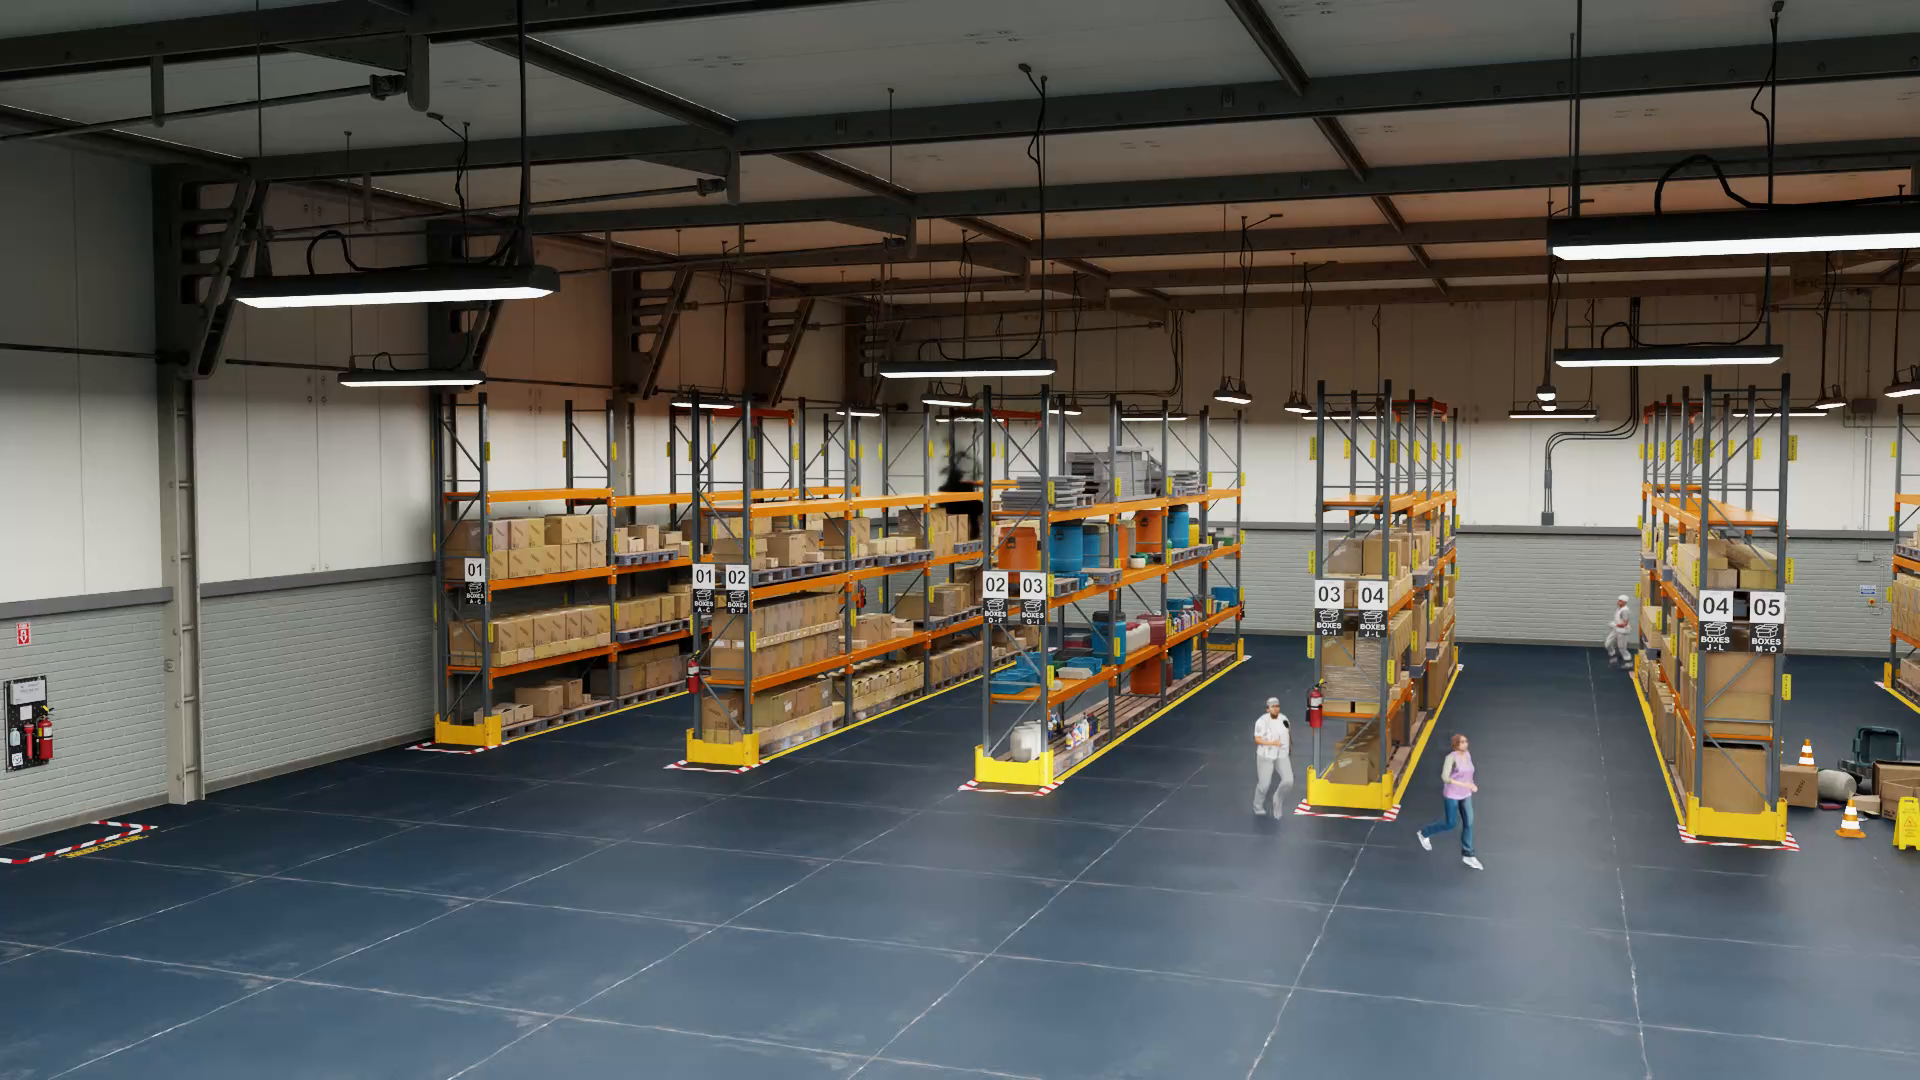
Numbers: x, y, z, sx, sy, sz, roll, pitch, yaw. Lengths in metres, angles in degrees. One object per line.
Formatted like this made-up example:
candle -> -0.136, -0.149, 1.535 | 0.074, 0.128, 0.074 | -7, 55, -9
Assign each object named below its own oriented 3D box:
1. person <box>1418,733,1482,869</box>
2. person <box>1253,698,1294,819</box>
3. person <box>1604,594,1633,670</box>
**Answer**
person -> 6.013, 3.137, 20.246 | 0.550, 1.591, 0.860 | -2, 4, -33
person -> 4.282, 2.970, 22.653 | 0.599, 1.665, 0.703 | -1, 3, -12
person -> 15.051, 2.113, 37.885 | 0.703, 1.768, 0.690 | 0, 3, -2
